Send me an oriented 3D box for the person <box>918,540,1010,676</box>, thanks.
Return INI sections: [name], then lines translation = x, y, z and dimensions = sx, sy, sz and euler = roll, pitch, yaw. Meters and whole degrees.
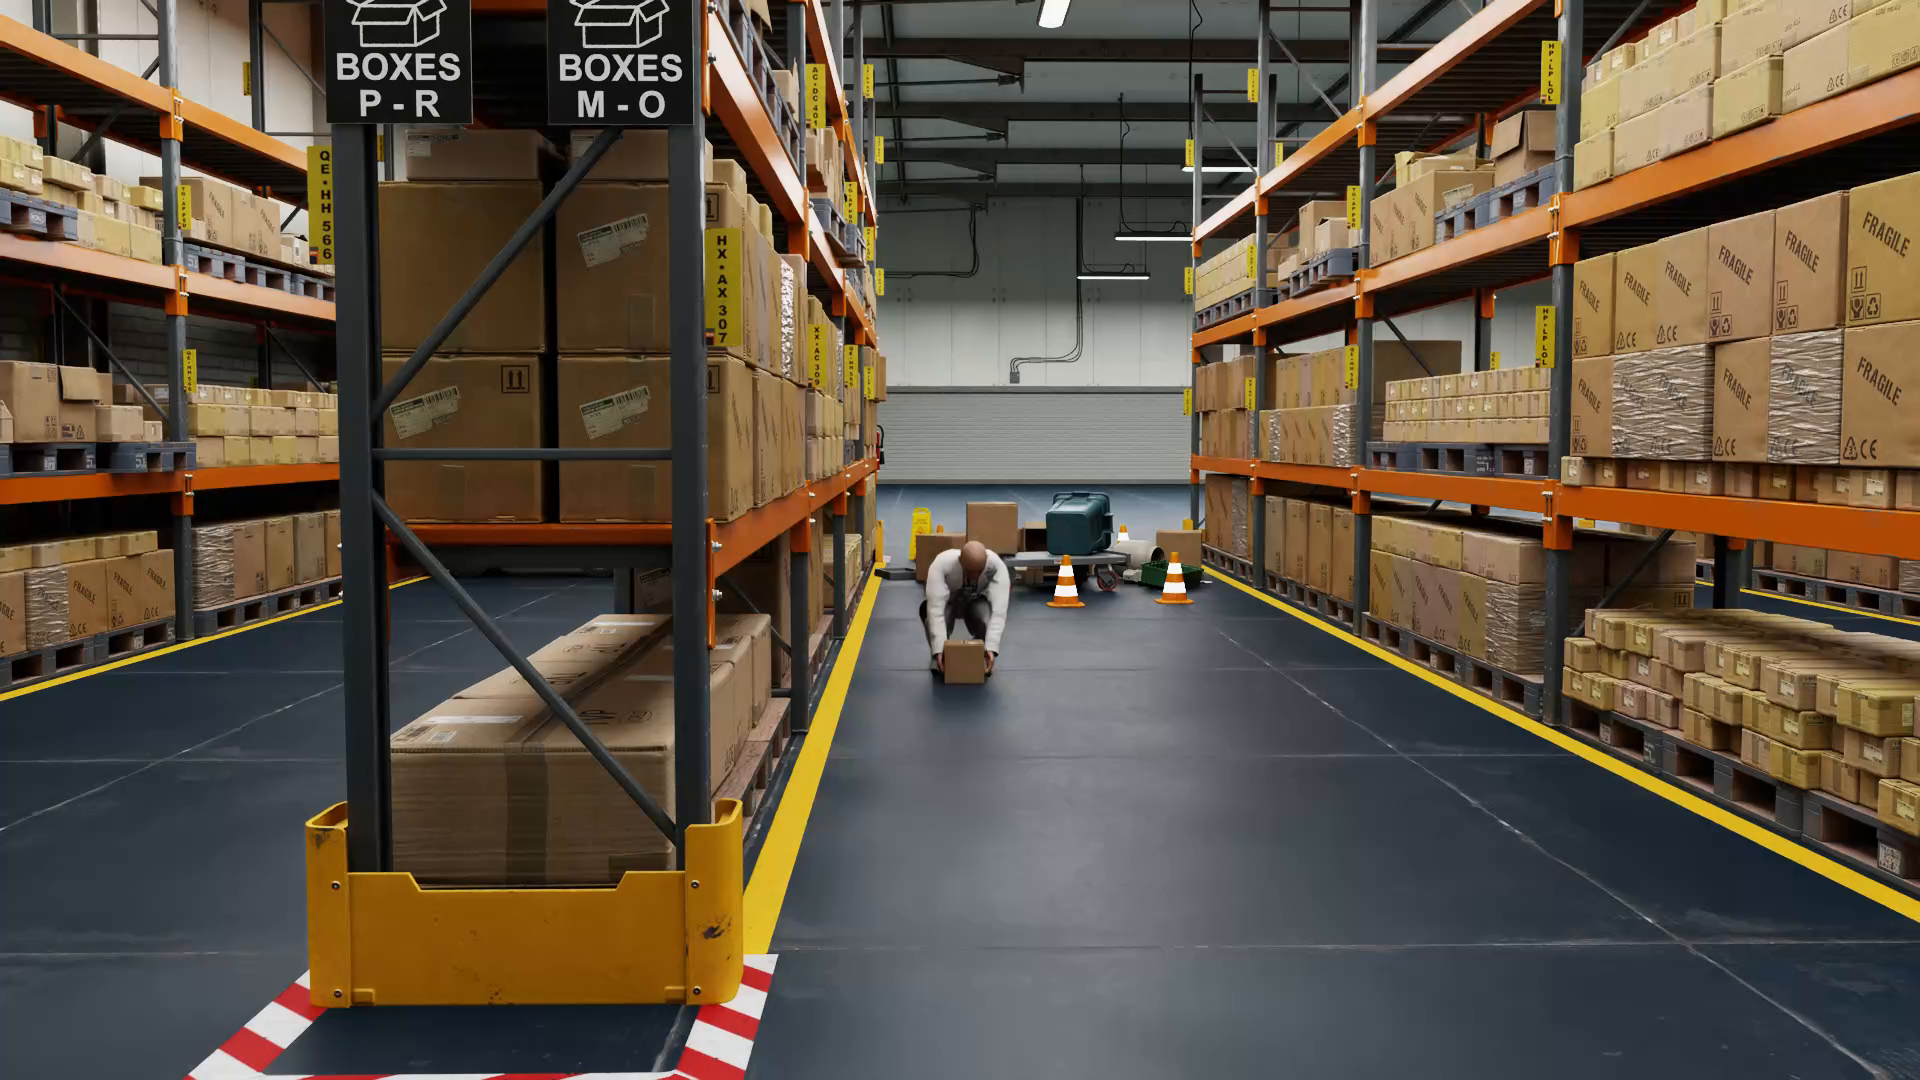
[person]
translation = 0.024, 0.430, 10.923
dimensions = 0.602, 0.895, 0.908
euler = 0, 4, -1
